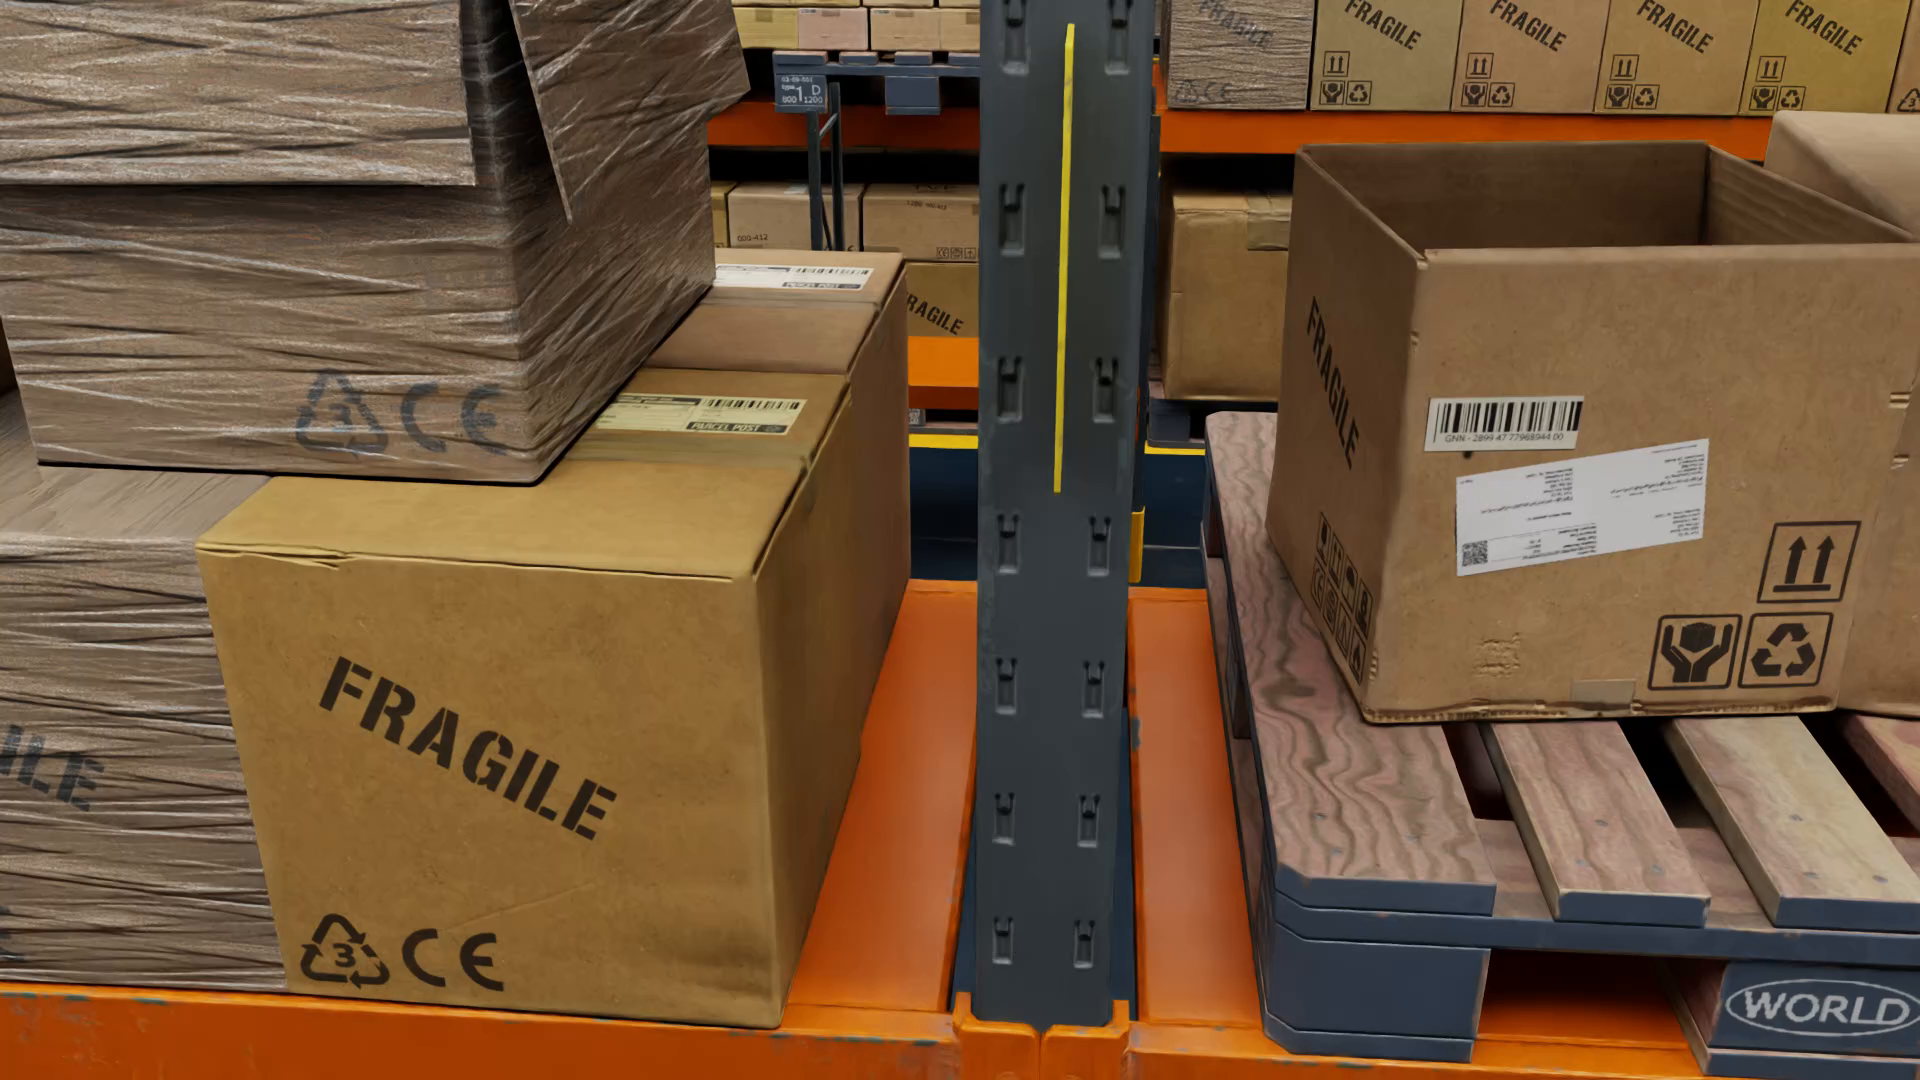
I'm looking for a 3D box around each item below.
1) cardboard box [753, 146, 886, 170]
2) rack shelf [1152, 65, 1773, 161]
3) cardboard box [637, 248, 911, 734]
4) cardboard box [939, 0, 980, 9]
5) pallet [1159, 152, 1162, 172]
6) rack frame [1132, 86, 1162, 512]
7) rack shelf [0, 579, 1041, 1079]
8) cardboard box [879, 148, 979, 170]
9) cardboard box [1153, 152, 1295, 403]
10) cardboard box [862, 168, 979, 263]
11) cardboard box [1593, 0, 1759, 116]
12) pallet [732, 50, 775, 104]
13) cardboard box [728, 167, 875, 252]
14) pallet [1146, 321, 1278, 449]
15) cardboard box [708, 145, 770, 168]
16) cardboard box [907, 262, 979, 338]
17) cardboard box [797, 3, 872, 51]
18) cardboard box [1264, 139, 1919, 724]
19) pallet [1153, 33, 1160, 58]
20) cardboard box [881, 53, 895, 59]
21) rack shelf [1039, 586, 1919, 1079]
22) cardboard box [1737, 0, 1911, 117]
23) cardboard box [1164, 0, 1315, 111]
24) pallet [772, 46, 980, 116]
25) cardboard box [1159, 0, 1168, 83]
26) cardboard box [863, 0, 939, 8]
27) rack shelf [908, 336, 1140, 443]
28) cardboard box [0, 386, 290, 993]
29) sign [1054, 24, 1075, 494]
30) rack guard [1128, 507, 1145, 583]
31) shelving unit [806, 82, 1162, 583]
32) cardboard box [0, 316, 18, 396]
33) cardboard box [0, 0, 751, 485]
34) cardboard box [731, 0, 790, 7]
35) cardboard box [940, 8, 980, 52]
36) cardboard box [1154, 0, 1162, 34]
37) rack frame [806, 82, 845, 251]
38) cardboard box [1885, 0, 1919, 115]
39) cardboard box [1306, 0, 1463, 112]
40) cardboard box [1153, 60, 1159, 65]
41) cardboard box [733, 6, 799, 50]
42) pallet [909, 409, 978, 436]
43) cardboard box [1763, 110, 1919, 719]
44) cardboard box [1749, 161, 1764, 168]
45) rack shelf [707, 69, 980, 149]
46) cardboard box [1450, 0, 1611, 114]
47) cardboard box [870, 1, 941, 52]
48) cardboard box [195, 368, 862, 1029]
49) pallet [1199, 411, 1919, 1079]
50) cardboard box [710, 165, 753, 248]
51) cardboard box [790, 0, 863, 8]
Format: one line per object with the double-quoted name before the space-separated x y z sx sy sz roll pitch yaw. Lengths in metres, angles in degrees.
"cardboard box" -0.579 -1.506 7.026 0.500 0.250 0.500 2 25 3
"rack shelf" 2.590 -1.580 6.457 4.000 0.370 1.077 2 25 4
"cardboard box" -0.349 -0.082 2.219 0.500 0.500 0.500 3 25 6
"cardboard box" 0.068 -2.009 5.970 0.250 0.149 0.380 2 25 5
"pallet" 1.653 -2.745 11.463 1.213 0.211 1.003 2 25 4
"rack frame" 0.592 -0.662 5.395 0.032 1.500 0.500 2 25 4
"rack shelf" -1.879 0.356 2.249 4.000 0.370 1.077 2 25 4
"cardboard box" -0.073 -1.490 6.991 0.500 0.250 0.500 1 25 2
"cardboard box" 1.196 -1.083 6.704 0.750 0.750 1.050 2 25 3
"cardboard box" -0.106 -1.280 6.534 0.500 0.250 0.500 1 25 3
"cardboard box" 2.529 -1.841 6.044 0.500 0.500 0.500 2 25 3
"pallet" -1.381 -1.930 6.586 1.213 0.211 1.003 2 25 4
"cardboard box" -0.611 -1.291 6.559 0.500 0.250 0.500 2 25 5
"pallet" 1.376 -0.648 6.905 1.213 0.211 1.003 2 25 4
"cardboard box" -1.071 -1.527 7.072 0.500 0.250 0.500 2 25 4
"cardboard box" -0.081 -0.939 6.689 0.500 0.500 0.500 2 25 4
"cardboard box" -0.435 -1.889 6.065 0.250 0.149 0.380 2 25 5
"cardboard box" 0.657 -0.143 1.850 0.500 0.500 0.500 -1 25 -2
"pallet" 2.068 -4.797 15.923 1.213 0.211 1.003 2 25 4
"cardboard box" -0.697 -3.350 11.482 0.875 0.875 0.875 2 25 5
"rack shelf" 2.109 0.484 1.971 4.000 0.370 1.077 2 25 4
"cardboard box" 3.035 -1.826 6.011 0.500 0.500 0.500 2 25 5
"cardboard box" 1.023 -1.890 6.149 0.500 0.500 0.500 2 25 5
"pallet" -0.123 -1.862 6.439 1.003 0.211 1.213 2 25 4
"cardboard box" 1.065 -2.114 6.636 0.500 0.500 0.500 2 25 4
"cardboard box" -0.198 -2.017 5.987 0.250 0.149 0.380 3 25 6
"rack shelf" 0.085 -0.515 5.506 1.000 0.185 0.538 2 25 4
"cardboard box" -0.892 0.116 1.789 0.500 0.500 0.500 2 25 4
"sign" 0.076 -0.202 1.215 0.005 0.325 0.100 2 25 4
"rack guard" 0.573 -0.095 5.658 0.087 0.250 0.587 2 25 4
"shelving unit" 0.076 -0.679 5.431 1.083 1.500 0.587 2 25 4
"cardboard box" -1.262 -0.460 1.843 0.637 0.503 0.797 2 25 5
"cardboard box" -0.613 -0.438 1.795 0.637 0.503 0.797 3 25 6
"cardboard box" -0.710 -2.032 6.021 0.250 0.149 0.380 2 25 4
"cardboard box" 0.069 -1.872 6.028 0.250 0.149 0.380 2 25 5
"cardboard box" 1.871 -5.193 15.785 0.625 0.625 0.875 3 25 6
"rack frame" -0.422 -0.695 5.466 0.032 1.500 0.500 2 25 4
"cardboard box" 3.539 -1.810 5.976 0.500 0.500 0.500 2 25 3
"cardboard box" 1.530 -1.875 6.116 0.500 0.500 0.500 2 25 3
"cardboard box" 1.436 -3.012 11.349 0.625 0.372 0.950 0 25 0
"cardboard box" -0.684 -1.898 6.085 0.250 0.149 0.380 2 25 3
"pallet" -0.183 -0.730 7.084 1.213 0.211 1.003 2 25 4
"cardboard box" 1.221 -0.167 1.902 0.500 0.500 0.700 5 25 12
"cardboard box" 2.997 -1.027 6.582 0.750 0.750 1.050 2 25 4
"rack shelf" -1.398 -1.708 6.735 4.000 0.370 1.077 2 25 4
"cardboard box" 2.033 -1.858 6.081 0.500 0.500 0.500 2 25 4
"cardboard box" -0.179 -1.881 6.047 0.250 0.149 0.380 2 25 4
"cardboard box" -0.396 0.135 1.749 0.500 0.500 0.500 3 25 6
"pallet" 0.834 0.158 2.047 1.003 0.211 1.213 2 25 4
"cardboard box" -1.116 -1.314 6.608 0.500 0.250 0.500 2 25 5
"cardboard box" -0.461 -2.024 6.003 0.250 0.149 0.380 2 25 5
